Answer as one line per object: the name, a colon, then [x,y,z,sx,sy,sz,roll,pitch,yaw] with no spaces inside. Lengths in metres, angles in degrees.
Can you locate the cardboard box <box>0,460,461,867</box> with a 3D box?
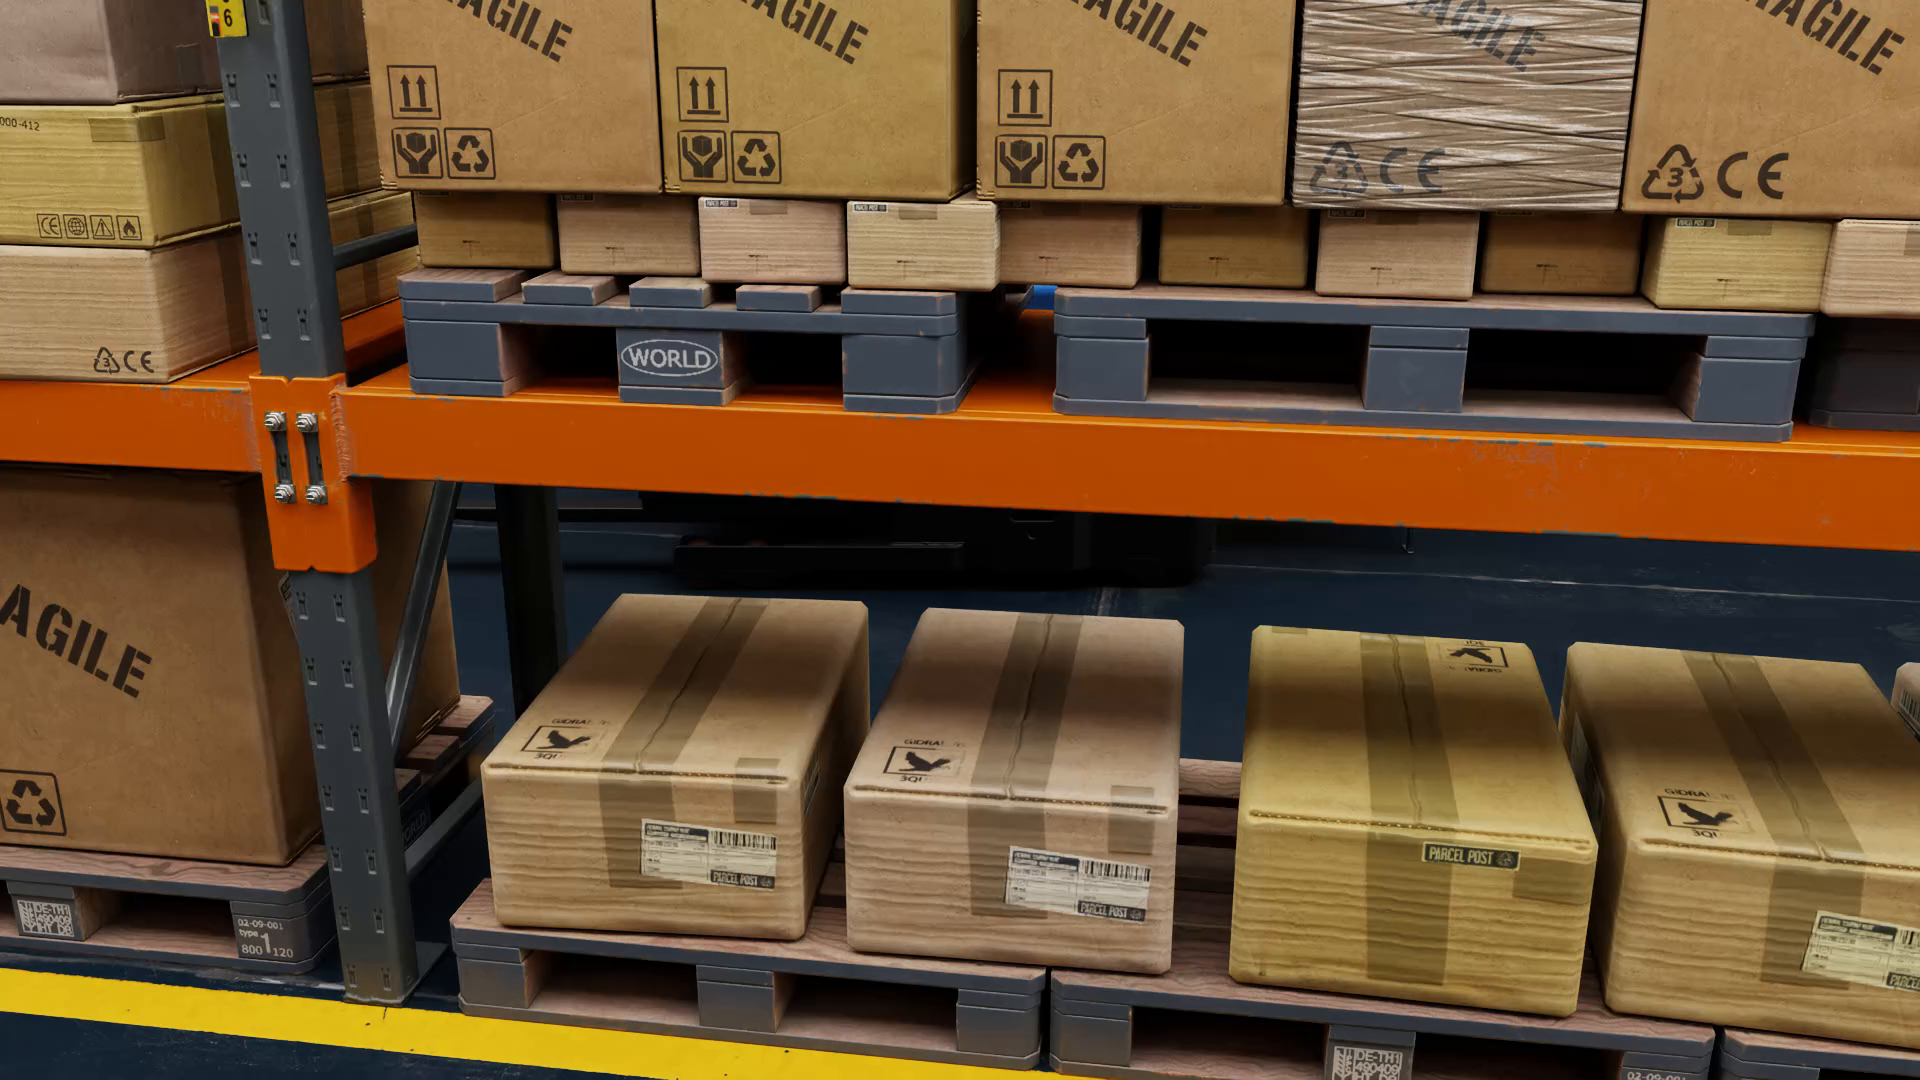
cardboard box: [-1.801,0.130,3.874,0.875,0.875,0.875,3,19,8]

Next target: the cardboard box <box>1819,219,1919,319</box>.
cardboard box: [1.496,-0.468,2.709,0.250,0.149,0.380,3,19,9]

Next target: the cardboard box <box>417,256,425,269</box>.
cardboard box: [-2.837,-1.243,8.568,0.500,0.500,0.500,2,19,7]

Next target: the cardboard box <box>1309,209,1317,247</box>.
cardboard box: [0.771,-0.702,3.407,0.250,0.149,0.380,2,19,7]

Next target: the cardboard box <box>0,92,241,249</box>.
cardboard box: [-1.651,-0.728,3.201,0.500,0.250,0.500,3,19,8]

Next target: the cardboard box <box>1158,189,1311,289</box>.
cardboard box: [0.500,-0.560,2.984,0.250,0.149,0.380,4,19,11]

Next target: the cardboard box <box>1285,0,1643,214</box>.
cardboard box: [0.809,-0.834,2.780,0.500,0.500,0.500,2,19,7]

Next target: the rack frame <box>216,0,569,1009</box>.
rack frame: [-1.132,-0.618,3.422,0.127,3.000,1.000,3,19,9]

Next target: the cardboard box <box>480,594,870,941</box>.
cardboard box: [-0.576,0.461,3.678,0.625,0.372,0.950,2,19,5]

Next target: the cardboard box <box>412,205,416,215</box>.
cardboard box: [-2.866,-1.711,8.945,0.250,0.149,0.380,3,19,10]

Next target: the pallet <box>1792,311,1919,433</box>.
pallet: [2.086,-0.409,3.102,1.213,0.211,1.003,3,19,9]

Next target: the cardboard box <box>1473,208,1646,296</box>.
cardboard box: [1.017,-0.537,2.915,0.250,0.149,0.380,2,19,7]

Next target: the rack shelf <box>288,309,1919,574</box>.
rack shelf: [0.843,-0.176,3.235,4.000,0.370,1.077,3,19,9]

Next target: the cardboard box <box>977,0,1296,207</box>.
cardboard box: [0.316,-0.862,2.863,0.500,0.500,0.500,3,19,10]

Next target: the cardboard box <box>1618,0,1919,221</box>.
cardboard box: [1.326,-0.808,2.702,0.500,0.500,0.500,4,19,11]

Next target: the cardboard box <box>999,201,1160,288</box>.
cardboard box: [0.215,-0.562,2.990,0.250,0.149,0.380,4,19,12]

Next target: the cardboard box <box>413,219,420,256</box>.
cardboard box: [-2.687,-1.548,8.458,0.250,0.149,0.380,4,19,11]

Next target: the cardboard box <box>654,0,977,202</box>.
cardboard box: [-0.209,-0.886,2.936,0.500,0.500,0.500,4,19,11]

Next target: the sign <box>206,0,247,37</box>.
sign: [-1.217,-0.993,2.718,0.005,0.325,0.100,3,19,9]

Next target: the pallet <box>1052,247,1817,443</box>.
pallet: [0.829,-0.440,3.193,1.213,0.211,1.003,3,19,9]

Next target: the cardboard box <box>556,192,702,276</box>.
cardboard box: [-0.567,-0.598,3.098,0.250,0.149,0.380,2,19,5]

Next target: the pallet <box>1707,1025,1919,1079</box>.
pallet: [2.048,0.867,3.379,1.213,0.211,1.003,3,19,9]

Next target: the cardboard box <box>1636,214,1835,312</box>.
cardboard box: [1.260,-0.492,2.779,0.250,0.149,0.380,3,19,9]

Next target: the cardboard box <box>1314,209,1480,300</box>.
cardboard box: [0.747,-0.527,2.884,0.250,0.149,0.380,4,19,10]

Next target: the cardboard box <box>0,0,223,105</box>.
cardboard box: [-1.684,-1.083,3.080,0.500,0.500,0.500,2,19,7]

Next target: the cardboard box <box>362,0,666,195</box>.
cardboard box: [-0.725,-0.910,3.008,0.500,0.500,0.500,2,19,7]

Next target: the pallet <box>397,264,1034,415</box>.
pallet: [-0.412,-0.524,3.445,1.003,0.211,1.213,3,19,9]

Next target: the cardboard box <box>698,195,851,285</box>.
cardboard box: [-0.304,-0.570,3.014,0.250,0.149,0.380,2,19,5]

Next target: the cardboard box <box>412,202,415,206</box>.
cardboard box: [-3.130,-1.742,9.037,0.250,0.149,0.380,2,19,6]

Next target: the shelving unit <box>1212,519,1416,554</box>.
shelving unit: [1.302,-0.723,6.100,0.755,1.500,0.431,0,18,1]

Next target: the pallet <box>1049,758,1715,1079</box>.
pallet: [0.840,0.807,3.560,1.213,0.211,1.003,3,19,9]

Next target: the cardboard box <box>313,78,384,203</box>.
cardboard box: [-1.593,-0.887,3.674,0.500,0.250,0.500,3,19,8]

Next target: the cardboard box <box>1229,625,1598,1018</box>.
cardboard box: [0.902,0.535,3.455,0.625,0.372,0.950,4,19,10]

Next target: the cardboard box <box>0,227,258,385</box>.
cardboard box: [-1.673,-0.491,3.279,0.500,0.250,0.500,2,19,7]

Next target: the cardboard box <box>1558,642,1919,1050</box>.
cardboard box: [1.589,0.570,3.352,0.625,0.372,0.950,4,19,12]

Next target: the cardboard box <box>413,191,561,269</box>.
cardboard box: [-0.841,-0.623,3.172,0.250,0.149,0.380,2,19,5]

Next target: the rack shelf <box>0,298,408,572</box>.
rack shelf: [-3.107,-0.377,3.837,4.000,0.370,1.077,3,19,9]

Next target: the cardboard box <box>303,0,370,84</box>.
cardboard box: [-1.580,-1.241,3.551,0.500,0.500,0.500,2,19,7]

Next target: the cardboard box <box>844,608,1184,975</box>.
cardboard box: [0.154,0.495,3.575,0.625,0.372,0.950,3,19,8]

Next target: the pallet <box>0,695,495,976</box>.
pallet: [-1.899,0.641,4.054,1.213,0.211,1.003,3,19,9]

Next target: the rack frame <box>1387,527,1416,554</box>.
rack frame: [1.667,-0.722,6.096,0.023,1.500,0.400,0,18,1]

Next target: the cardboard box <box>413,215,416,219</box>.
cardboard box: [-2.931,-1.561,8.498,0.250,0.149,0.380,3,19,9]

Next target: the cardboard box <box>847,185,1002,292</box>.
cardboard box: [-0.036,-0.550,2.953,0.250,0.149,0.380,3,19,9]

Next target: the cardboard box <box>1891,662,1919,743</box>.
cardboard box: [2.299,0.605,3.247,0.625,0.372,0.950,3,19,9]

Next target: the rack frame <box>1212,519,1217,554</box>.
rack frame: [0.936,-0.725,6.105,0.023,1.500,0.400,0,18,1]

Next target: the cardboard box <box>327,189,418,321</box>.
cardboard box: [-1.575,-0.650,3.755,0.500,0.250,0.500,3,19,8]

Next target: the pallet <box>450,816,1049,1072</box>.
pallet: [-0.361,0.744,3.746,1.213,0.211,1.003,3,19,9]

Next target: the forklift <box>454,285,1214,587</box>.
forklift: [-0.623,-1.392,5.845,3.031,2.935,1.130,0,19,1]

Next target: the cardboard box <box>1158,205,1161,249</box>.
cardboard box: [0.510,-0.689,3.368,0.250,0.149,0.380,3,19,9]
